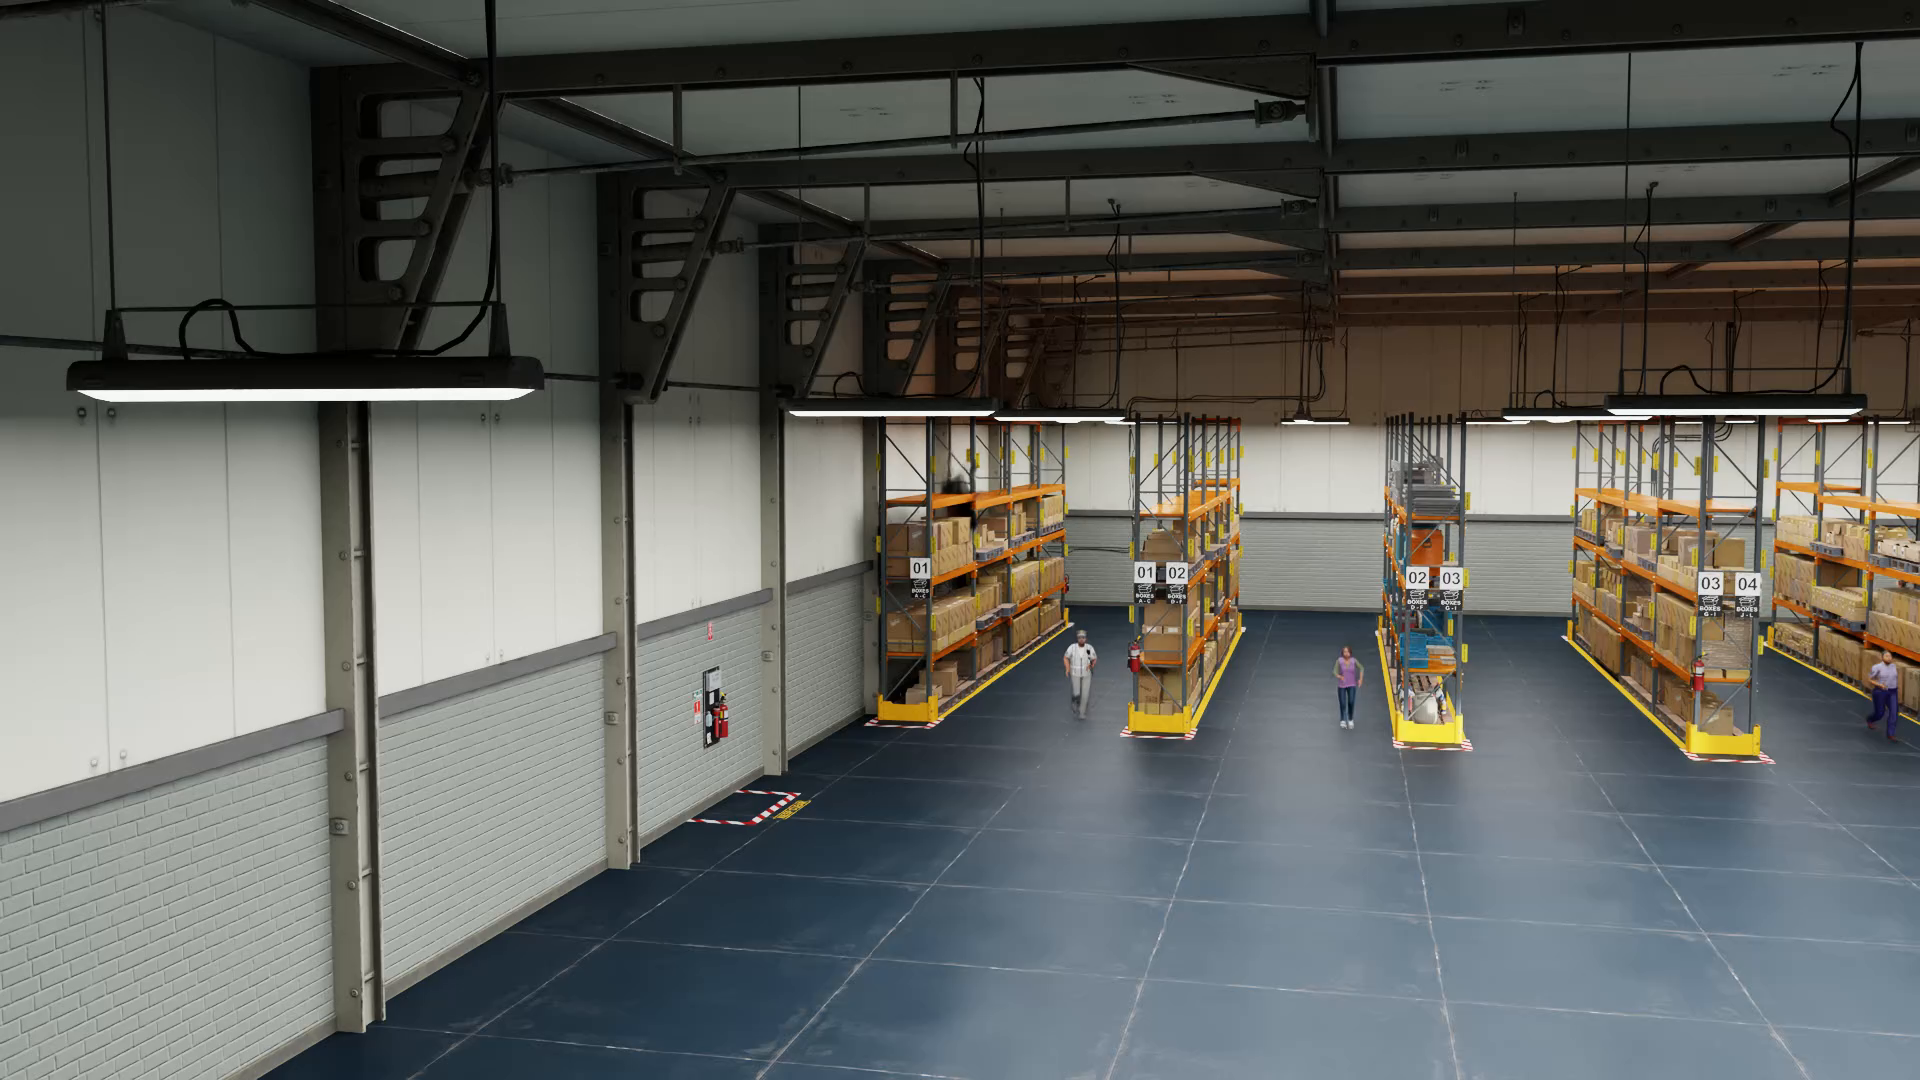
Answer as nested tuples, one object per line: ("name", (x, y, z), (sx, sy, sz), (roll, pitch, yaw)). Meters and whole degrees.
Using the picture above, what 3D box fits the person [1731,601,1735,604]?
("person", (20.962, 1.820, 44.633), (0.853, 1.763, 0.705), (-1, 4, -12))

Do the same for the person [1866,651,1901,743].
("person", (17.001, 2.846, 30.566), (0.607, 1.640, 0.849), (0, 4, 2))

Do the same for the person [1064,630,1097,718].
("person", (2.380, 2.643, 32.724), (0.658, 1.734, 0.591), (0, 4, -1))

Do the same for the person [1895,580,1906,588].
("person", (25.080, 1.904, 44.198), (0.888, 1.711, 0.574), (1, 4, 20))

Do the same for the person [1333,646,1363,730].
("person", (7.334, 2.800, 31.455), (0.567, 1.597, 0.656), (1, 4, 12))
